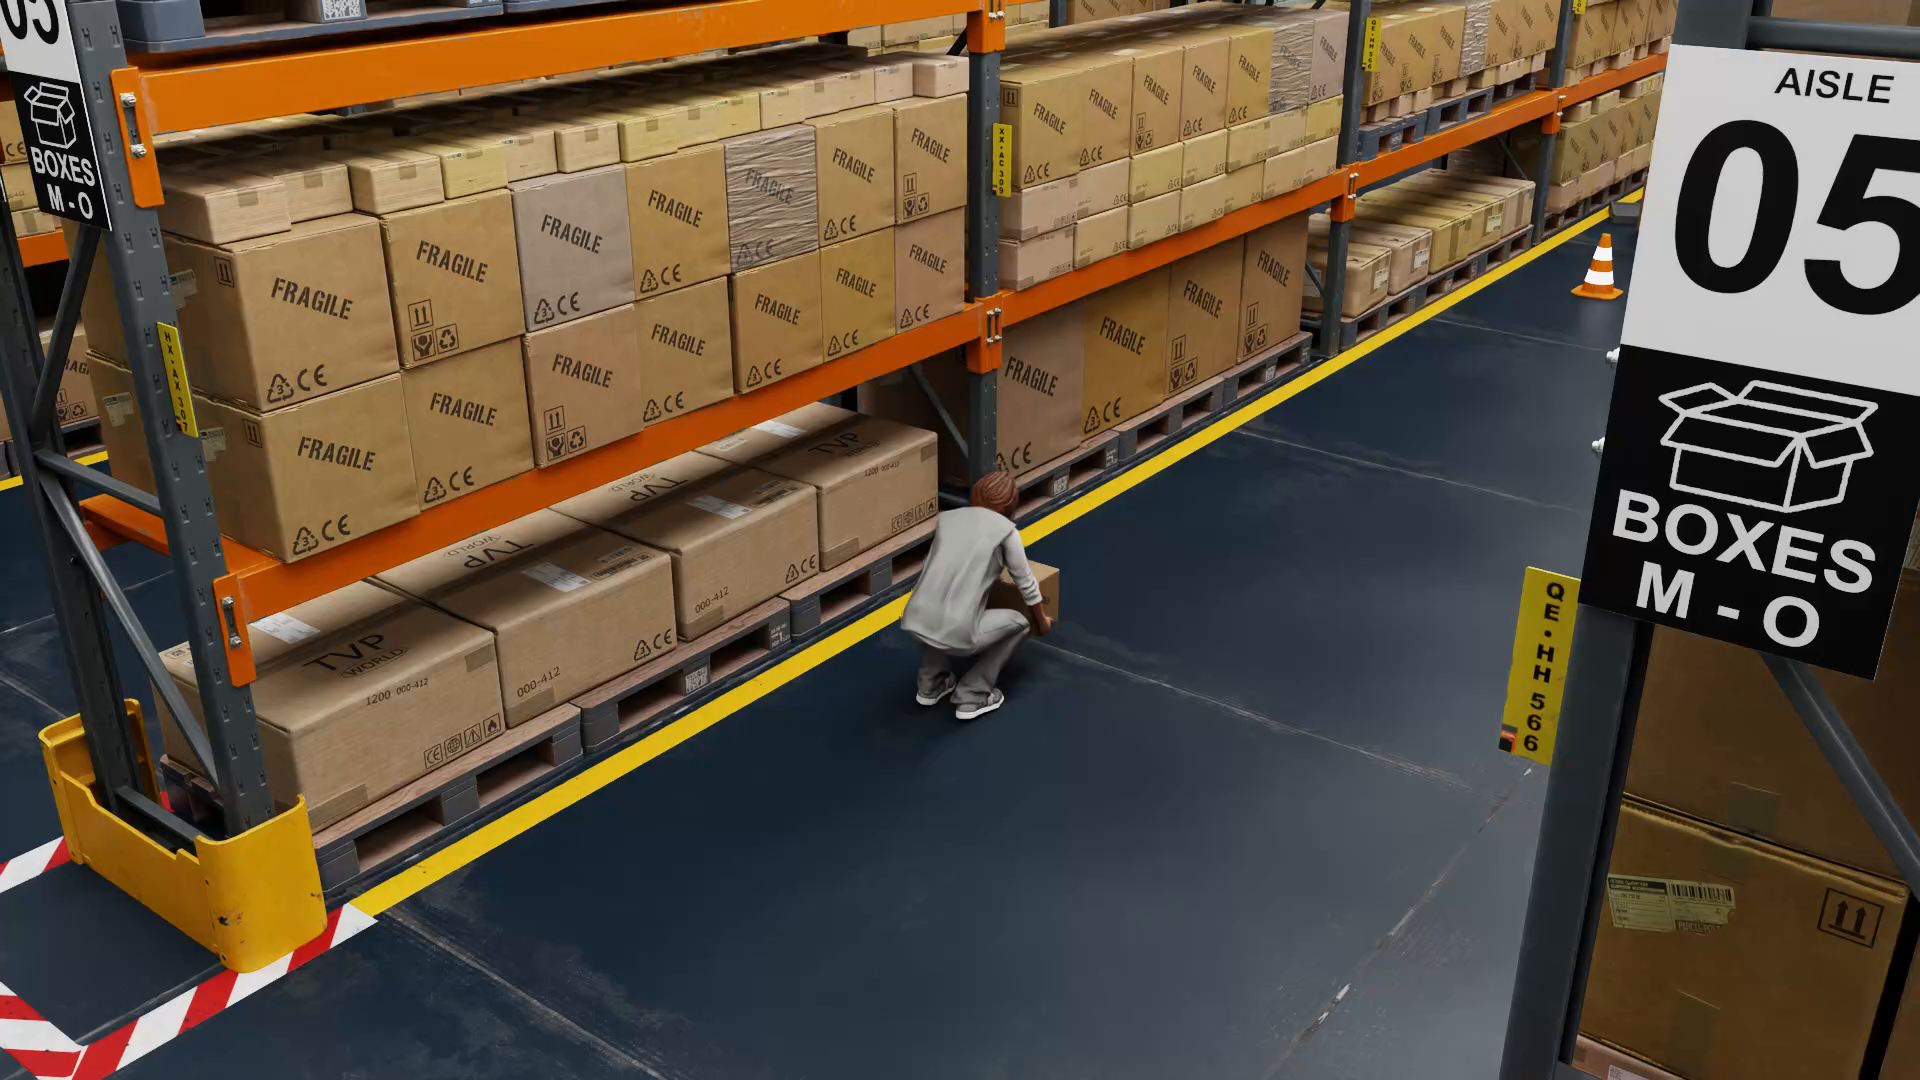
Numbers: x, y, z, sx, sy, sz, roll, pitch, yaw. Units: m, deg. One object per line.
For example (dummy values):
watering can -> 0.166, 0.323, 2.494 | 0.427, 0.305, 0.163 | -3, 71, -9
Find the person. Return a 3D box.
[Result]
person -> 0.058, 0.238, 6.939 | 0.423, 0.907, 0.795 | 16, 29, 32
